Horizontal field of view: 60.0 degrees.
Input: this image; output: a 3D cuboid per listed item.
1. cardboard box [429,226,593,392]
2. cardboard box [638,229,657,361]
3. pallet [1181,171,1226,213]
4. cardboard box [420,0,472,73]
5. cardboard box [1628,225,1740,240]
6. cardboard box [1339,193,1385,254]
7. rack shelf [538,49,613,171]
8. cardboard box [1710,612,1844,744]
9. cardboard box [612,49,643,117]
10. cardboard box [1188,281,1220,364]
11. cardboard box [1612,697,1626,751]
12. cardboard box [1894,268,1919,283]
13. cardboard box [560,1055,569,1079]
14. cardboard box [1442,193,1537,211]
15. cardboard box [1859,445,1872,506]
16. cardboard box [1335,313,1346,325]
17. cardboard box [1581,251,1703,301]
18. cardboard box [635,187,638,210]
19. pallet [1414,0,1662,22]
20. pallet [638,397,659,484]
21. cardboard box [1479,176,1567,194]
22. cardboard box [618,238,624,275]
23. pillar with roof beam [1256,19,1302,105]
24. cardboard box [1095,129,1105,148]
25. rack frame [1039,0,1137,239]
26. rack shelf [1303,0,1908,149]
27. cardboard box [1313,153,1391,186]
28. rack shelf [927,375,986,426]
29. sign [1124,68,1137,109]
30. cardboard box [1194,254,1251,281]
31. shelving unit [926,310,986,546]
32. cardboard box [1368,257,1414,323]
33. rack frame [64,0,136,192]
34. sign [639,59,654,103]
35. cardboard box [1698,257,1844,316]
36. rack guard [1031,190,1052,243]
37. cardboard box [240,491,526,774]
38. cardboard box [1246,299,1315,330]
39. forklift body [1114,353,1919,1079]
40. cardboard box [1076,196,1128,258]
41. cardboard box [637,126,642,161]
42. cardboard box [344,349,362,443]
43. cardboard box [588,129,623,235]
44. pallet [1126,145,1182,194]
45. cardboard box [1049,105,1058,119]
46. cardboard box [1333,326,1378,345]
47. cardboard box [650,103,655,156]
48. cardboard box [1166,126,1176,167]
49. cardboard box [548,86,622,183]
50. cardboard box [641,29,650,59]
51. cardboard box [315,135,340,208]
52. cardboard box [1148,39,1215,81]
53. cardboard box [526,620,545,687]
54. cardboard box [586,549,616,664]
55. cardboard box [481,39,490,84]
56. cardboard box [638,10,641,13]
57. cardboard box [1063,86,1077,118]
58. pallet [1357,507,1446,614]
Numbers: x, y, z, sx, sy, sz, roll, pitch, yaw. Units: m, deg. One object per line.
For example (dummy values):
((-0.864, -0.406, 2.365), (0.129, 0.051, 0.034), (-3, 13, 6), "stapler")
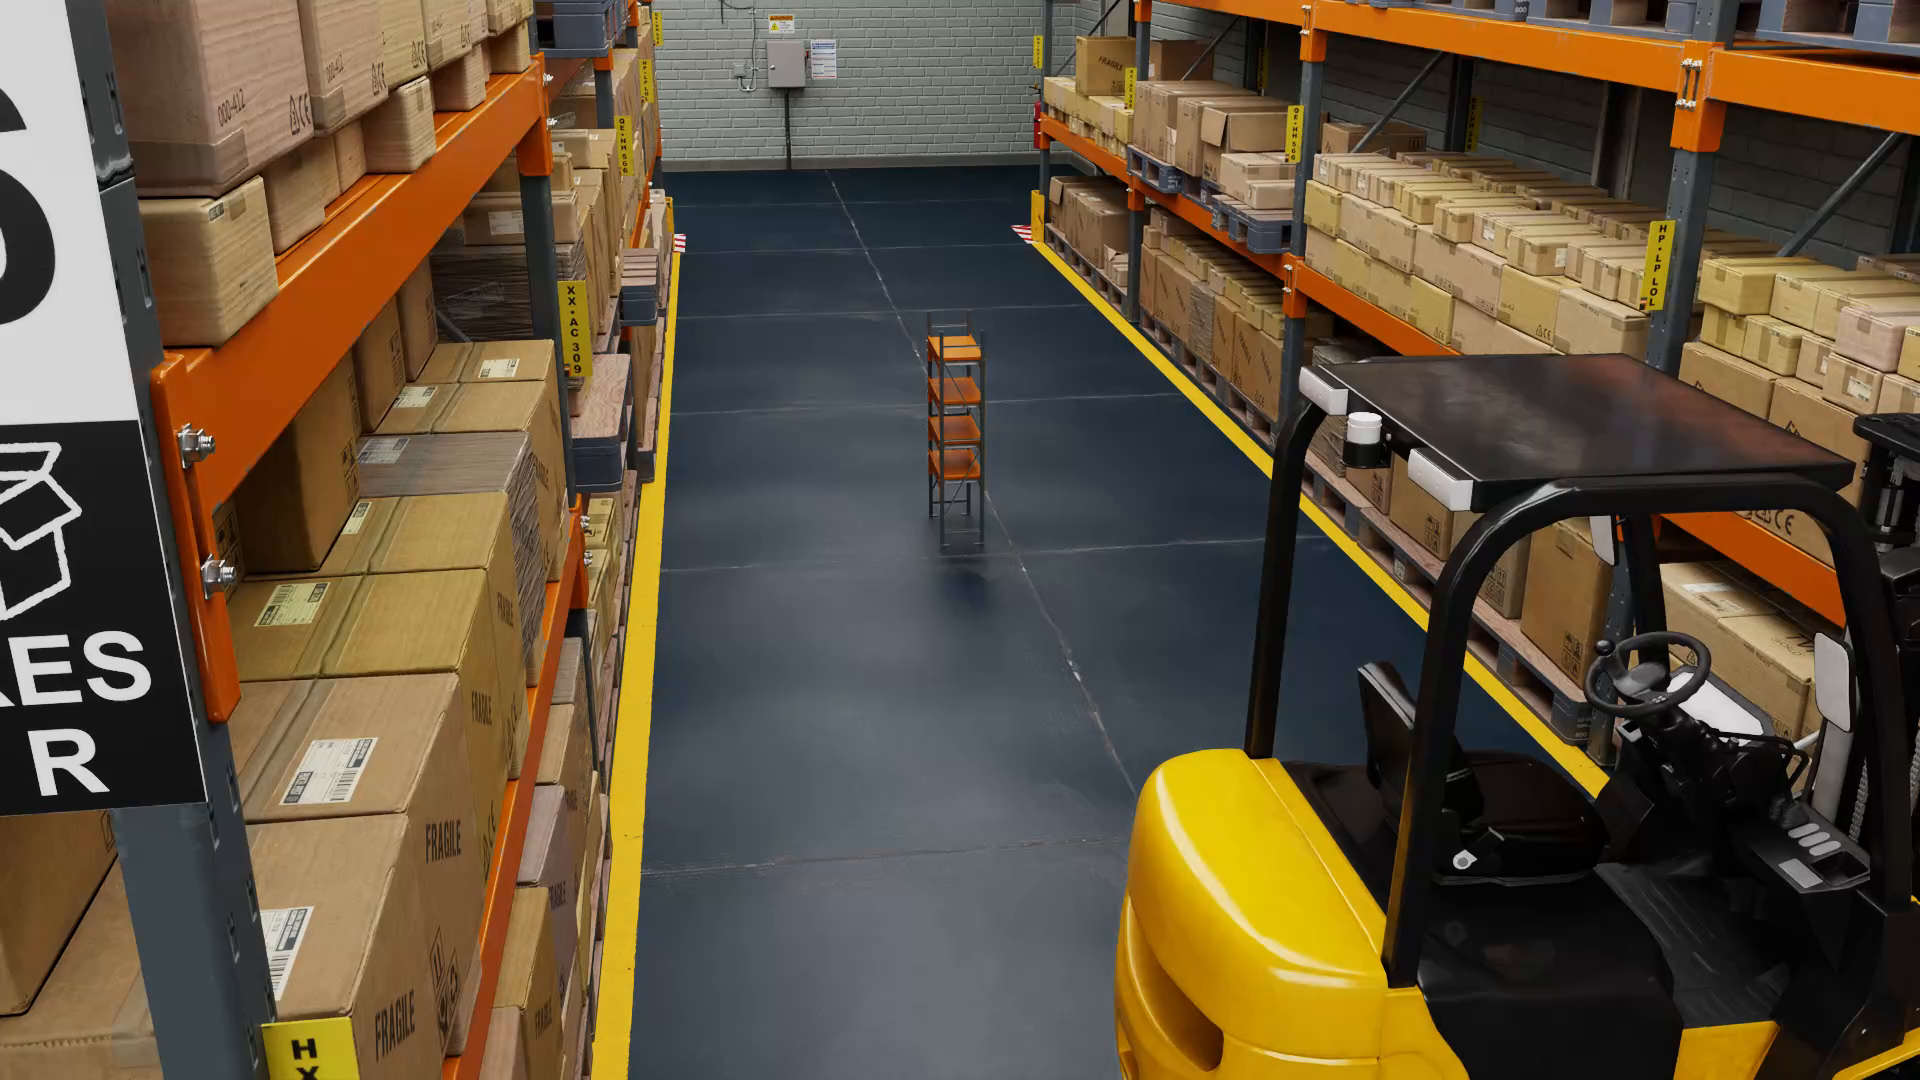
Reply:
((-1.616, -0.833, 5.990), (0.500, 0.500, 0.500), (-2, 21, -6), "cardboard box")
((-2.679, -1.721, 11.974), (0.875, 0.875, 0.875), (-2, 21, -6), "cardboard box")
((2.218, -2.493, 11.877), (1.003, 0.211, 1.213), (-3, 21, -8), "pallet")
((-1.281, -1.081, 3.325), (0.500, 0.250, 0.500), (-2, 21, -7), "cardboard box")
((3.162, -1.277, 7.279), (0.380, 0.149, 0.250), (-3, 21, -8), "cardboard box")
((2.396, -1.734, 9.072), (0.500, 0.250, 0.500), (-2, 21, -6), "cardboard box")
((-2.120, -2.034, 7.115), (1.077, 0.370, 4.000), (-3, 21, -8), "rack shelf")
((2.902, 0.459, 5.600), (0.500, 0.250, 0.500), (-3, 21, -8), "cardboard box")
((-2.672, -3.416, 12.503), (0.500, 0.500, 0.500), (-2, 21, -6), "cardboard box")
((1.996, -1.605, 12.198), (0.500, 0.500, 0.500), (-4, 21, -10), "cardboard box")
((2.821, 0.751, 6.248), (0.500, 0.250, 0.500), (-3, 21, -7), "cardboard box")
((3.420, -0.830, 5.657), (0.380, 0.149, 0.250), (-3, 21, -9), "cardboard box")
((-1.255, 1.545, 4.123), (0.500, 0.250, 0.500), (-2, 21, -4), "cardboard box")
((2.587, -1.604, 8.152), (0.380, 0.149, 0.250), (-3, 21, -8), "cardboard box")
((3.051, -0.050, 4.920), (0.500, 0.500, 0.500), (-3, 21, -8), "cardboard box")
((2.724, -1.529, 11.067), (0.380, 0.149, 0.250), (-2, 21, -6), "cardboard box")
((2.755, -1.071, 6.726), (0.380, 0.149, 0.250), (-3, 21, -9), "cardboard box")
((-2.545, -2.478, 11.778), (0.500, 0.250, 0.500), (-3, 21, -9), "cardboard box")
((2.853, -2.609, 7.897), (1.003, 0.211, 1.213), (-2, 21, -5), "pallet")
((-2.448, -0.628, 10.597), (1.003, 0.211, 1.213), (-3, 21, -8), "pallet")
((2.940, -1.804, 8.690), (0.380, 0.149, 0.250), (-3, 21, -8), "cardboard box")
((-1.938, -1.461, 8.600), (0.380, 0.149, 0.250), (-3, 21, -8), "cardboard box")
((-1.542, -6.174, 12.886), (9.100, 9.000, 0.400), (-3, 21, -8), "pillar with roof beam")
((1.434, -3.631, 15.011), (0.380, 0.149, 0.250), (-3, 21, -9), "cardboard box")
((1.350, -4.679, 17.458), (1.000, 3.000, 0.127), (-3, 21, -8), "rack frame")
((2.791, -2.285, 7.789), (1.077, 0.370, 4.000), (-3, 21, -8), "rack shelf")
((2.257, -2.135, 9.575), (0.380, 0.149, 0.250), (-2, 21, -6), "cardboard box")
((-0.024, -0.766, 9.105), (0.258, 0.148, 0.480), (-3, 21, -8), "rack shelf")
((1.390, -3.670, 13.518), (0.100, 0.325, 0.005), (-3, 21, -8), "sign")
((1.965, -2.038, 12.430), (0.380, 0.149, 0.250), (-2, 21, -6), "cardboard box")
((-0.024, -0.619, 9.160), (0.258, 1.200, 0.503), (-3, 21, -8), "shelving unit")
((2.474, -1.321, 8.680), (0.500, 0.250, 0.500), (-4, 21, -10), "cardboard box")
((-1.255, -1.698, 0.902), (1.000, 3.000, 0.127), (-3, 21, -8), "rack frame")
((-2.450, -3.579, 12.970), (0.100, 0.325, 0.005), (-3, 21, -8), "sign")
((2.832, -0.889, 5.815), (0.380, 0.149, 0.250), (-2, 21, -7), "cardboard box")
((1.360, -3.482, 17.825), (1.175, 0.500, 0.348), (-3, 21, -8), "rack guard")
((-1.283, 0.217, 3.781), (0.500, 0.500, 0.500), (-3, 21, -9), "cardboard box")
((2.111, -1.490, 10.965), (0.380, 0.149, 0.250), (-4, 21, -11), "cardboard box")
((1.577, 0.693, 4.286), (2.313, 2.155, 1.214), (-3, 21, -8), "forklift body")
((1.406, -3.003, 15.941), (0.500, 0.500, 0.500), (-3, 21, -7), "cardboard box")
((-2.602, -2.894, 12.177), (0.500, 0.250, 0.500), (-2, 21, -6), "cardboard box")
((-1.886, -0.411, 4.033), (0.700, 0.500, 0.500), (-3, 21, -9), "cardboard box")
((-2.068, -1.897, 8.841), (0.500, 0.500, 0.500), (-4, 21, -9), "cardboard box")
((1.933, -2.922, 13.028), (1.003, 0.211, 1.213), (-3, 21, -8), "pallet")
((1.125, -4.434, 17.160), (0.380, 0.149, 0.250), (-3, 21, -8), "cardboard box")
((2.719, -1.095, 10.834), (0.500, 0.500, 0.500), (-2, 21, -6), "cardboard box")
((-2.928, -3.612, 14.458), (0.500, 0.500, 0.500), (-3, 21, -7), "cardboard box")
((1.747, -2.928, 12.360), (0.396, 0.266, 0.258), (-2, 21, -5), "cardboard box")
((-2.238, -2.356, 9.666), (0.500, 0.500, 0.500), (-4, 21, -10), "cardboard box")
((-3.014, -4.263, 14.771), (0.500, 0.500, 0.500), (-3, 21, -8), "cardboard box")
((-1.173, -0.571, 2.530), (0.380, 0.149, 0.250), (-3, 21, -8), "cardboard box")
((1.975, -4.244, 15.009), (0.500, 0.500, 0.500), (-3, 21, -9), "cardboard box")
((-1.334, 0.292, 4.506), (0.380, 0.149, 0.250), (-3, 21, -9), "cardboard box")
((-2.017, 0.331, 7.198), (0.950, 0.372, 0.625), (-2, 21, -4), "cardboard box")
((-1.475, -1.287, 4.448), (0.380, 0.149, 0.250), (-3, 21, -7), "cardboard box")
((-3.074, -4.694, 14.997), (0.380, 0.149, 0.250), (-2, 21, -6), "cardboard box")
((1.298, -4.228, 16.038), (0.500, 0.250, 0.500), (-3, 21, -9), "cardboard box")
((2.755, 0.105, 8.633), (1.003, 0.211, 1.213), (-3, 21, -8), "pallet")
